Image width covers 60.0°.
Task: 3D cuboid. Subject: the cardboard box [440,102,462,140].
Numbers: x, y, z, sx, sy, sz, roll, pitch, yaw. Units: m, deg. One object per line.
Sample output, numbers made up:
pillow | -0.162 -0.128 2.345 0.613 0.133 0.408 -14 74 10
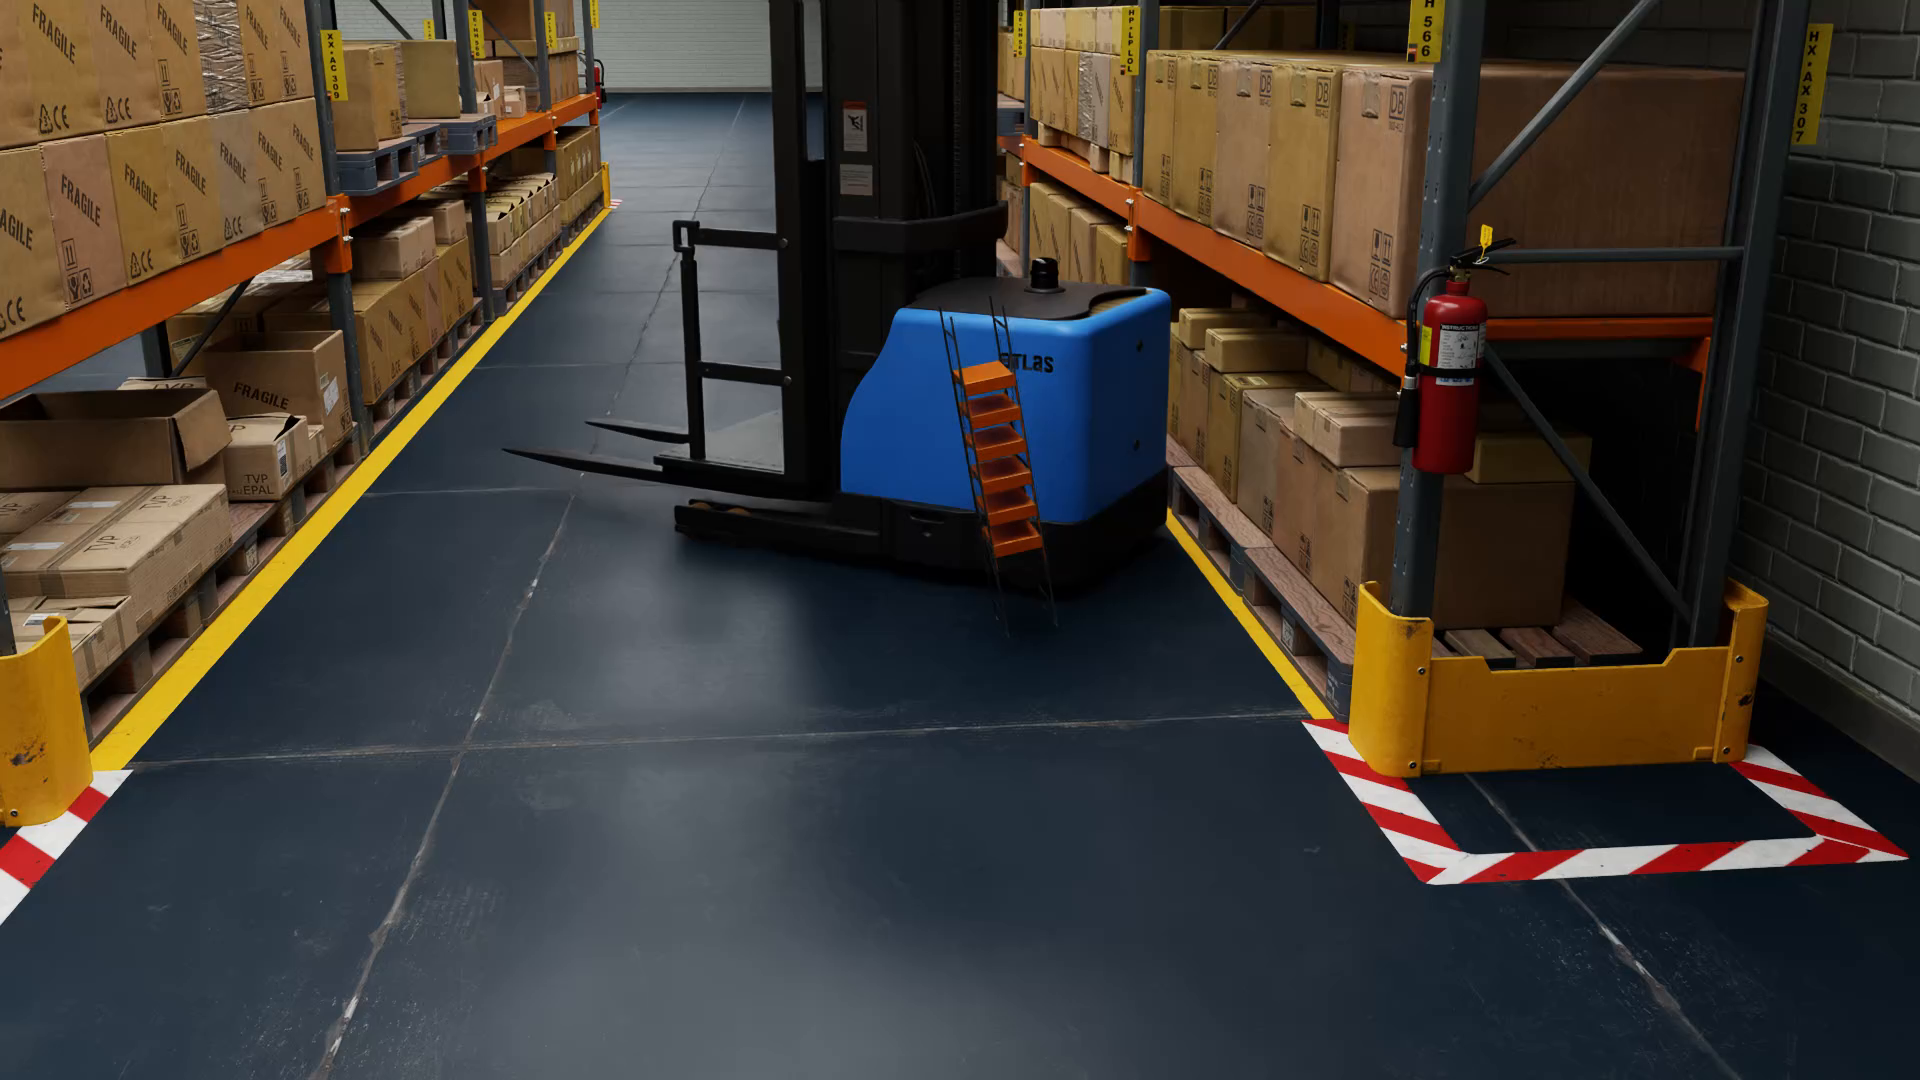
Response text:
cardboard box | -3.942 -3.097 12.181 0.500 0.311 0.500 -1 17 -2

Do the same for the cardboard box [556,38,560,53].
cardboard box | -4.359 -5.126 17.246 0.380 0.149 0.250 -2 18 -6

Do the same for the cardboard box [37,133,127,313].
cardboard box | -2.965 -0.988 5.148 0.500 0.500 0.500 -2 18 -6

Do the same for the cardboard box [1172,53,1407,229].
cardboard box | 1.501 -1.755 7.259 0.980 0.700 0.700 -2 18 -7

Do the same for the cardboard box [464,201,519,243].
cardboard box | -3.773 -2.507 13.107 0.500 0.311 0.500 -2 18 -7

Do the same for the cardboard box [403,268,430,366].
cardboard box | -3.453 -1.314 9.794 0.500 0.500 0.500 -2 17 -5

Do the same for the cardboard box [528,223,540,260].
cardboard box | -3.875 -2.540 14.150 0.500 0.250 0.500 -1 17 -5

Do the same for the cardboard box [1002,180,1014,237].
cardboard box | 0.762 -3.021 15.232 0.700 0.500 0.500 -2 18 -7

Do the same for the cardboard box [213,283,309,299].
cardboard box | -3.914 -1.141 9.241 0.500 0.500 0.500 -2 18 -5

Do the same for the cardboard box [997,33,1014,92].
cardboard box | 0.635 -4.313 15.007 0.700 0.500 0.500 0 17 0

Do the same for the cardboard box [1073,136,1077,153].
cardboard box | 0.943 -2.585 10.791 0.380 0.149 0.250 -2 17 -5

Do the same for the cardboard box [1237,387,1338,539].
cardboard box | 1.528 -0.312 6.636 0.700 0.500 0.500 -2 18 -7

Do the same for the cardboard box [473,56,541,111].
cardboard box | -4.413 -4.401 16.020 0.700 0.500 0.500 -2 18 -7

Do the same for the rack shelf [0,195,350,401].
rack shelf | -3.329 -0.899 6.232 1.077 0.370 4.000 -2 18 -6

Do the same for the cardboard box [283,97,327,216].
cardboard box | -3.229 -1.744 7.559 0.500 0.500 0.500 -1 17 -5

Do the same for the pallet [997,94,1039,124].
pallet | 0.734 -3.681 14.213 1.003 0.211 1.213 -2 18 -6

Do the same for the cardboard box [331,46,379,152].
cardboard box | -3.362 -2.234 8.416 0.700 0.500 0.500 -8 19 -24

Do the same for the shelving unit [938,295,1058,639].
shelving unit | 0.141 -0.255 5.959 0.189 1.200 0.258 -13 19 -7

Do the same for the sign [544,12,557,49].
sign | -3.822 -4.755 15.516 0.100 0.325 0.005 -2 18 -6

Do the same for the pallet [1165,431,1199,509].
pallet | 1.392 -0.432 8.202 1.003 0.211 1.213 -2 18 -6

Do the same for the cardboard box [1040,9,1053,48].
cardboard box | 0.825 -3.437 11.169 0.500 0.250 0.500 -2 18 -6

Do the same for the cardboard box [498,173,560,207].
cardboard box | -4.034 -3.265 15.523 0.500 0.311 0.500 -2 18 -6

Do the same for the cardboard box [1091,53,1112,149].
cardboard box | 1.030 -2.472 9.348 0.500 0.500 0.500 -2 18 -5

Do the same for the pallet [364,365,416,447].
pallet | -3.657 -0.748 9.209 1.003 0.211 1.213 -2 18 -6

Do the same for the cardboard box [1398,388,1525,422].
cardboard box | 1.791 -0.443 5.968 0.380 0.149 0.250 -2 18 -5

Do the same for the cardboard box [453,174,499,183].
cardboard box | -4.566 -3.246 15.463 0.500 0.311 0.500 -2 18 -5

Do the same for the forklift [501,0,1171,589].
forklift | -0.655 -1.498 7.055 3.031 2.935 1.130 9 19 26

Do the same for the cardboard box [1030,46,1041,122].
cardboard box | 0.774 -3.230 11.761 0.500 0.500 0.500 -1 17 -4

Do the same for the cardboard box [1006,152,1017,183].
cardboard box | 0.707 -3.400 15.187 0.500 0.250 0.500 -2 18 -7

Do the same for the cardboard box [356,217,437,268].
cardboard box | -3.499 -1.812 10.127 0.500 0.250 0.500 -2 18 -7

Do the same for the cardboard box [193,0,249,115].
cardboard box | -3.119 -1.917 6.439 0.500 0.500 0.500 -2 18 -5

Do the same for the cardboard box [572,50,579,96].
cardboard box | -4.738 -5.321 18.951 0.700 0.500 0.500 -2 18 -6

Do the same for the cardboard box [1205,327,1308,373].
cardboard box | 1.274 -0.820 7.170 0.380 0.149 0.250 -2 18 -7

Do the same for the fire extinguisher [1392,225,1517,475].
fire extinguisher | 1.360 -0.526 4.597 0.296 0.674 0.183 -2 18 -6

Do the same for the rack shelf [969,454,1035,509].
rack shelf | 0.148 -0.214 5.974 0.180 0.103 0.258 -13 19 -7

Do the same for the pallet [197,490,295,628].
pallet | -3.337 0.062 6.628 1.003 0.211 1.213 -2 18 -6

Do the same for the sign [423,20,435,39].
sign | -4.913 -4.654 15.417 0.100 0.325 0.005 -2 18 -6

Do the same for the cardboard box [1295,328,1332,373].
cardboard box | 1.658 -0.822 7.176 0.380 0.149 0.250 -2 18 -5

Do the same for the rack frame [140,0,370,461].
rack frame | -3.536 -1.838 8.023 1.000 3.000 0.127 -2 18 -6

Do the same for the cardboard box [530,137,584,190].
cardboard box | -4.201 -3.913 17.271 0.500 0.500 0.500 -2 18 -6

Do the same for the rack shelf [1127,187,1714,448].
rack shelf | 1.597 -1.053 6.723 1.077 0.370 4.000 -2 18 -6

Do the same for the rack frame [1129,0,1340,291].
rack frame | 1.391 -1.992 8.514 1.000 3.000 0.127 -2 18 -6

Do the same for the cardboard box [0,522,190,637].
cardboard box | -2.949 0.136 5.591 0.500 0.250 0.500 -2 18 -6

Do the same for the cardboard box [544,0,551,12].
cardboard box | -4.517 -5.320 16.781 0.700 0.500 0.500 -2 18 -6

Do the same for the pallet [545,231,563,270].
pallet | -4.246 -2.672 15.337 1.003 0.211 1.213 -2 18 -6

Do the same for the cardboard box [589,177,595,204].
cardboard box | -4.307 -3.853 18.332 0.500 0.250 0.500 -2 18 -6

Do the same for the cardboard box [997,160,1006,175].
cardboard box | 0.419 -3.701 17.395 0.500 0.500 0.500 -3 18 -10

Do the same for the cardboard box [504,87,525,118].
cardboard box | -4.087 -3.901 14.818 0.396 0.266 0.258 -2 18 -7

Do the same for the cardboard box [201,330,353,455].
cardboard box | -3.195 -0.694 7.818 0.500 0.500 0.500 -2 18 -6

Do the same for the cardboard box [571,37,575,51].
cardboard box | -4.490 -5.508 18.464 0.380 0.149 0.250 -2 18 -6
